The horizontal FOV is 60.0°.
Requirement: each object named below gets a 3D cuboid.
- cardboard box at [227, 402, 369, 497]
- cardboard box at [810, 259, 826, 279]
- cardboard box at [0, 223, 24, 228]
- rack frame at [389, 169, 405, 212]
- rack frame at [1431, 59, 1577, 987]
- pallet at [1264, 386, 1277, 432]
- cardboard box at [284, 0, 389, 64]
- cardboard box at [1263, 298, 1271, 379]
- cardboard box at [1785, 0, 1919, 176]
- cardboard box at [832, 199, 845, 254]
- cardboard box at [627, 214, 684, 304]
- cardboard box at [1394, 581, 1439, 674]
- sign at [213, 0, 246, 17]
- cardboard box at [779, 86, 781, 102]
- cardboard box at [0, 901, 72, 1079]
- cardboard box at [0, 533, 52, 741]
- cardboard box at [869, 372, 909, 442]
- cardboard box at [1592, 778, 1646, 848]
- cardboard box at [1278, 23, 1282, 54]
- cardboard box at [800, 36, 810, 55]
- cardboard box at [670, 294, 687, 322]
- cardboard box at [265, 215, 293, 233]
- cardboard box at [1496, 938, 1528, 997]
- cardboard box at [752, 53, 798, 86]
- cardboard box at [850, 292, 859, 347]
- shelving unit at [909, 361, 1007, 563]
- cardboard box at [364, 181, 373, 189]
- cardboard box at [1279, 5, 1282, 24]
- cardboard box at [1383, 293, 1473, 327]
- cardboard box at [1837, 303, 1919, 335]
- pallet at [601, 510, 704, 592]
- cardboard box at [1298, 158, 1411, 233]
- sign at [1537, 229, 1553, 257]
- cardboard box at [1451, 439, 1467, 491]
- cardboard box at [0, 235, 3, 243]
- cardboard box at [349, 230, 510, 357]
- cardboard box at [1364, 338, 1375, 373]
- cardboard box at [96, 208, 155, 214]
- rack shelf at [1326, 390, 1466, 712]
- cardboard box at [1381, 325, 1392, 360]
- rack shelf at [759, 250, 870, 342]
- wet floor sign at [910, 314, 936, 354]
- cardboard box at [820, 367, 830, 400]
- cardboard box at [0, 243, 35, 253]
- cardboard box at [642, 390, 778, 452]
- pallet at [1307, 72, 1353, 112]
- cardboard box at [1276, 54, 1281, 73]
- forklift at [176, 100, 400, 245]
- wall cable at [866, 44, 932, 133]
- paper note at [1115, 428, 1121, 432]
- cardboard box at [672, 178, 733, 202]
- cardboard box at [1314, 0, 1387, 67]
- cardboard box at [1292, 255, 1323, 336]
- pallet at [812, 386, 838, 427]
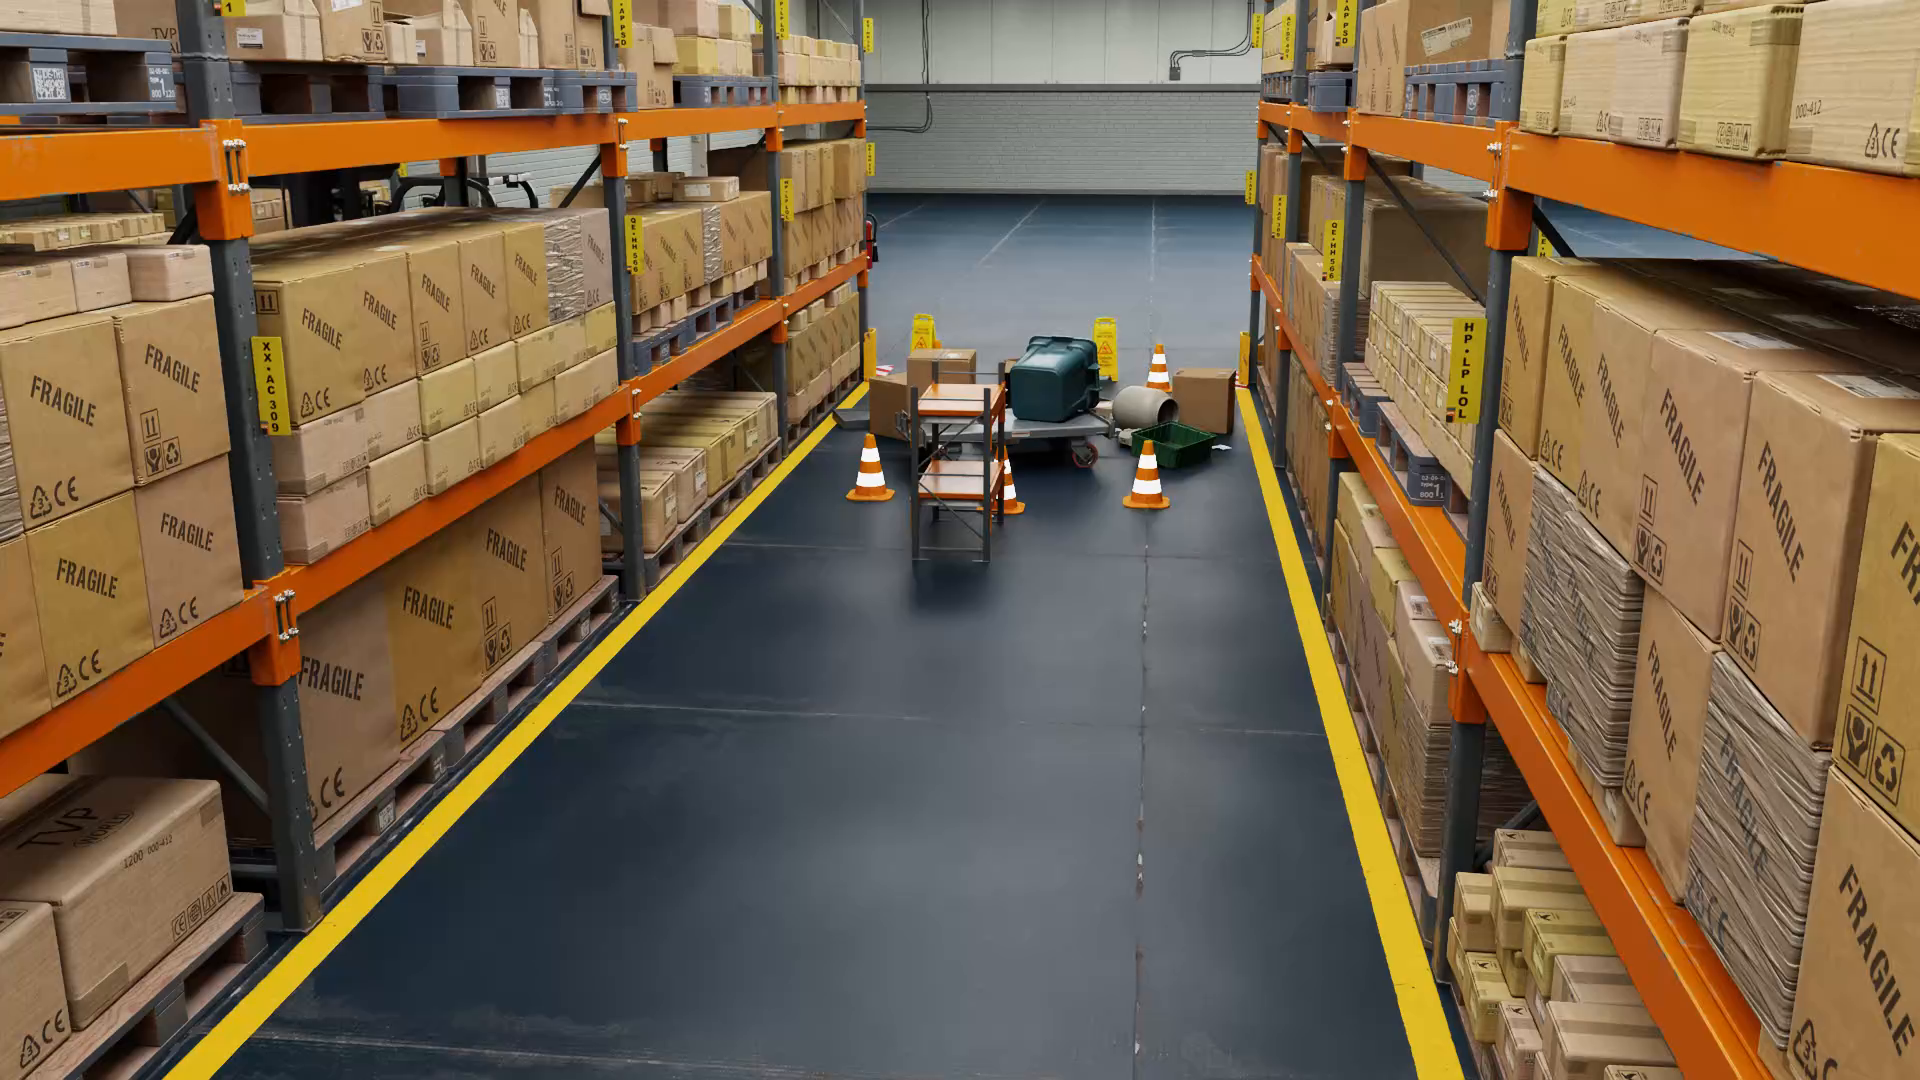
[{"bbox_3d":[-2.490,-0.340,6.003,0.500,0.250,0.500,1,15,5],"label":"cardboard box"},{"bbox_3d":[-1.409,-2.423,14.856,0.380,0.149,0.250,2,15,7],"label":"cardboard box"},{"bbox_3d":[-7.275,-2.299,12.482,0.380,0.149,0.250,2,15,6],"label":"cardboard box"},{"bbox_3d":[-6.398,-3.323,17.704,1.000,3.000,0.127,2,15,6],"label":"rack frame"},{"bbox_3d":[2.110,0.054,5.215,1.000,3.000,0.127,2,15,6],"label":"rack frame"},{"bbox_3d":[3.312,-1.187,15.146,1.003,0.211,1.213,2,15,6],"label":"pallet"},{"bbox_3d":[-2.432,-1.984,6.011,0.500,0.500,0.500,1,15,5],"label":"cardboard box"},{"bbox_3d":[3.454,-2.057,16.290,0.875,0.875,0.875,2,15,7],"label":"cardboard box"},{"bbox_3d":[1.567,-0.670,2.436,0.500,0.250,0.500,2,15,9],"label":"cardboard box"},{"bbox_3d":[-1.374,-2.961,15.605,0.500,0.500,0.500,2,15,6],"label":"cardboard box"},{"bbox_3d":[-2.036,-1.743,10.294,0.500,0.500,0.500,2,15,9],"label":"cardboard box"},{"bbox_3d":[2.014,0.363,6.622,0.500,0.250,0.500,2,15,9],"label":"cardboard box"},{"bbox_3d":[-2.268,-1.785,5.129,0.100,0.325,0.005,2,15,6],"label":"sign"},{"bbox_3d":[-1.635,-3.541,13.247,0.380,0.149,0.250,1,15,5],"label":"cardboard box"},{"bbox_3d":[-3.097,1.361,4.487,0.875,0.438,0.875,1,15,5],"label":"cardboard box"},{"bbox_3d":[-2.713,0.279,4.193,0.500,0.500,0.500,1,15,5],"label":"cardboard box"},{"bbox_3d":[-0.444,-1.173,14.536,0.500,0.500,0.500,-14,20,-42],"label":"cardboard box"},{"bbox_3d":[1.653,0.582,3.743,0.380,0.149,0.250,2,15,9],"label":"cardboard box"},{"bbox_3d":[2.929,-4.187,13.874,0.500,0.250,0.500,2,15,6],"label":"cardboard box"},{"bbox_3d":[-1.462,-4.128,13.888,0.380,0.149,0.250,2,15,6],"label":"cardboard box"},{"bbox_3d":[-1.953,-1.476,10.550,0.380,0.149,0.250,2,15,7],"label":"cardboard box"},{"bbox_3d":[-6.441,-2.708,15.239,0.500,0.500,0.500,2,15,6],"label":"cardboard box"},{"bbox_3d":[1.812,1.237,4.928,0.380,0.149,0.250,2,15,7],"label":"cardboard box"},{"bbox_3d":[-1.595,-3.765,13.312,0.500,0.250,0.500,1,15,5],"label":"cardboard box"},{"bbox_3d":[-1.297,-2.200,16.576,0.500,0.500,0.500,2,15,7],"label":"cardboard box"},{"bbox_3d":[-0.001,-0.541,11.009,0.538,1.125,1.048,2,15,6],"label":"shelving unit"},{"bbox_3d":[-6.226,-3.664,16.961,0.380,0.149,0.250,2,15,6],"label":"cardboard box"},{"bbox_3d":[2.881,-4.415,13.953,0.380,0.149,0.250,2,15,6],"label":"cardboard box"},{"bbox_3d":[2.257,-1.104,8.037,0.380,0.149,0.250,2,15,6],"label":"cardboard box"},{"bbox_3d":[2.201,-0.224,3.566,0.500,0.500,0.500,2,15,8],"label":"cardboard box"},{"bbox_3d":[-2.278,0.041,10.607,1.003,0.211,1.213,2,15,6],"label":"pallet"},{"bbox_3d":[3.089,-2.709,13.078,0.875,0.550,0.550,2,15,6],"label":"cardboard box"},{"bbox_3d":[3.102,-1.490,8.861,0.100,0.325,0.005,2,15,6],"label":"sign"},{"bbox_3d":[2.017,-0.268,6.083,0.380,0.149,0.250,2,15,6],"label":"cardboard box"},{"bbox_3d":[-6.837,-2.018,11.446,0.380,0.149,0.250,2,15,7],"label":"cardboard box"},{"bbox_3d":[-2.343,-1.099,7.373,0.500,0.500,0.500,1,15,5],"label":"cardboard box"},{"bbox_3d":[2.311,-0.955,8.622,0.380,0.149,0.250,1,15,5],"label":"cardboard box"},{"bbox_3d":[-7.068,-2.738,14.106,0.380,0.149,0.250,2,15,6],"label":"cardboard box"},{"bbox_3d":[2.336,-0.117,7.227,1.077,0.370,4.000,2,15,6],"label":"rack shelf"},{"bbox_3d":[2.252,-0.949,8.032,0.380,0.149,0.250,1,15,5],"label":"cardboard box"},{"bbox_3d":[-1.691,-2.312,15.343,1.077,0.370,4.000,2,15,6],"label":"rack shelf"},{"bbox_3d":[-0.381,-2.059,17.540,0.267,0.644,0.232,7,17,25],"label":"wet floor sign"},{"bbox_3d":[-1.476,-1.437,15.193,0.500,0.250,0.500,1,15,6],"label":"cardboard box"},{"bbox_3d":[-3.113,-0.835,5.154,0.380,0.149,0.250,1,15,5],"label":"cardboard box"},{"bbox_3d":[-1.973,-0.938,13.115,0.950,0.372,0.625,2,15,7],"label":"cardboard box"},{"bbox_3d":[2.582,-2.509,9.308,1.213,0.211,1.003,2,15,9],"label":"pallet"},{"bbox_3d":[2.879,-4.033,14.068,0.380,0.149,0.250,2,15,6],"label":"cardboard box"},{"bbox_3d":[-4.525,-1.633,11.584,1.130,2.935,3.031,2,15,6],"label":"forklift"},{"bbox_3d":[-2.340,-13.072,48.213,3.097,2.526,0.112,2,15,6],"label":"wall cable"},{"bbox_3d":[1.348,-0.990,14.779,0.172,0.023,0.155,7,17,25],"label":"paper note"},{"bbox_3d":[-1.817,-2.471,11.744,0.380,0.149,0.250,1,15,4],"label":"cardboard box"},{"bbox_3d":[2.480,-3.190,10.277,0.500,0.500,0.500,2,15,6],"label":"cardboard box"},{"bbox_3d":[2.571,-1.680,11.436,0.500,0.500,0.500,2,15,6],"label":"cardboard box"},{"bbox_3d":[-1.741,-1.287,15.516,1.003,0.211,1.213,2,15,6],"label":"pallet"}]
